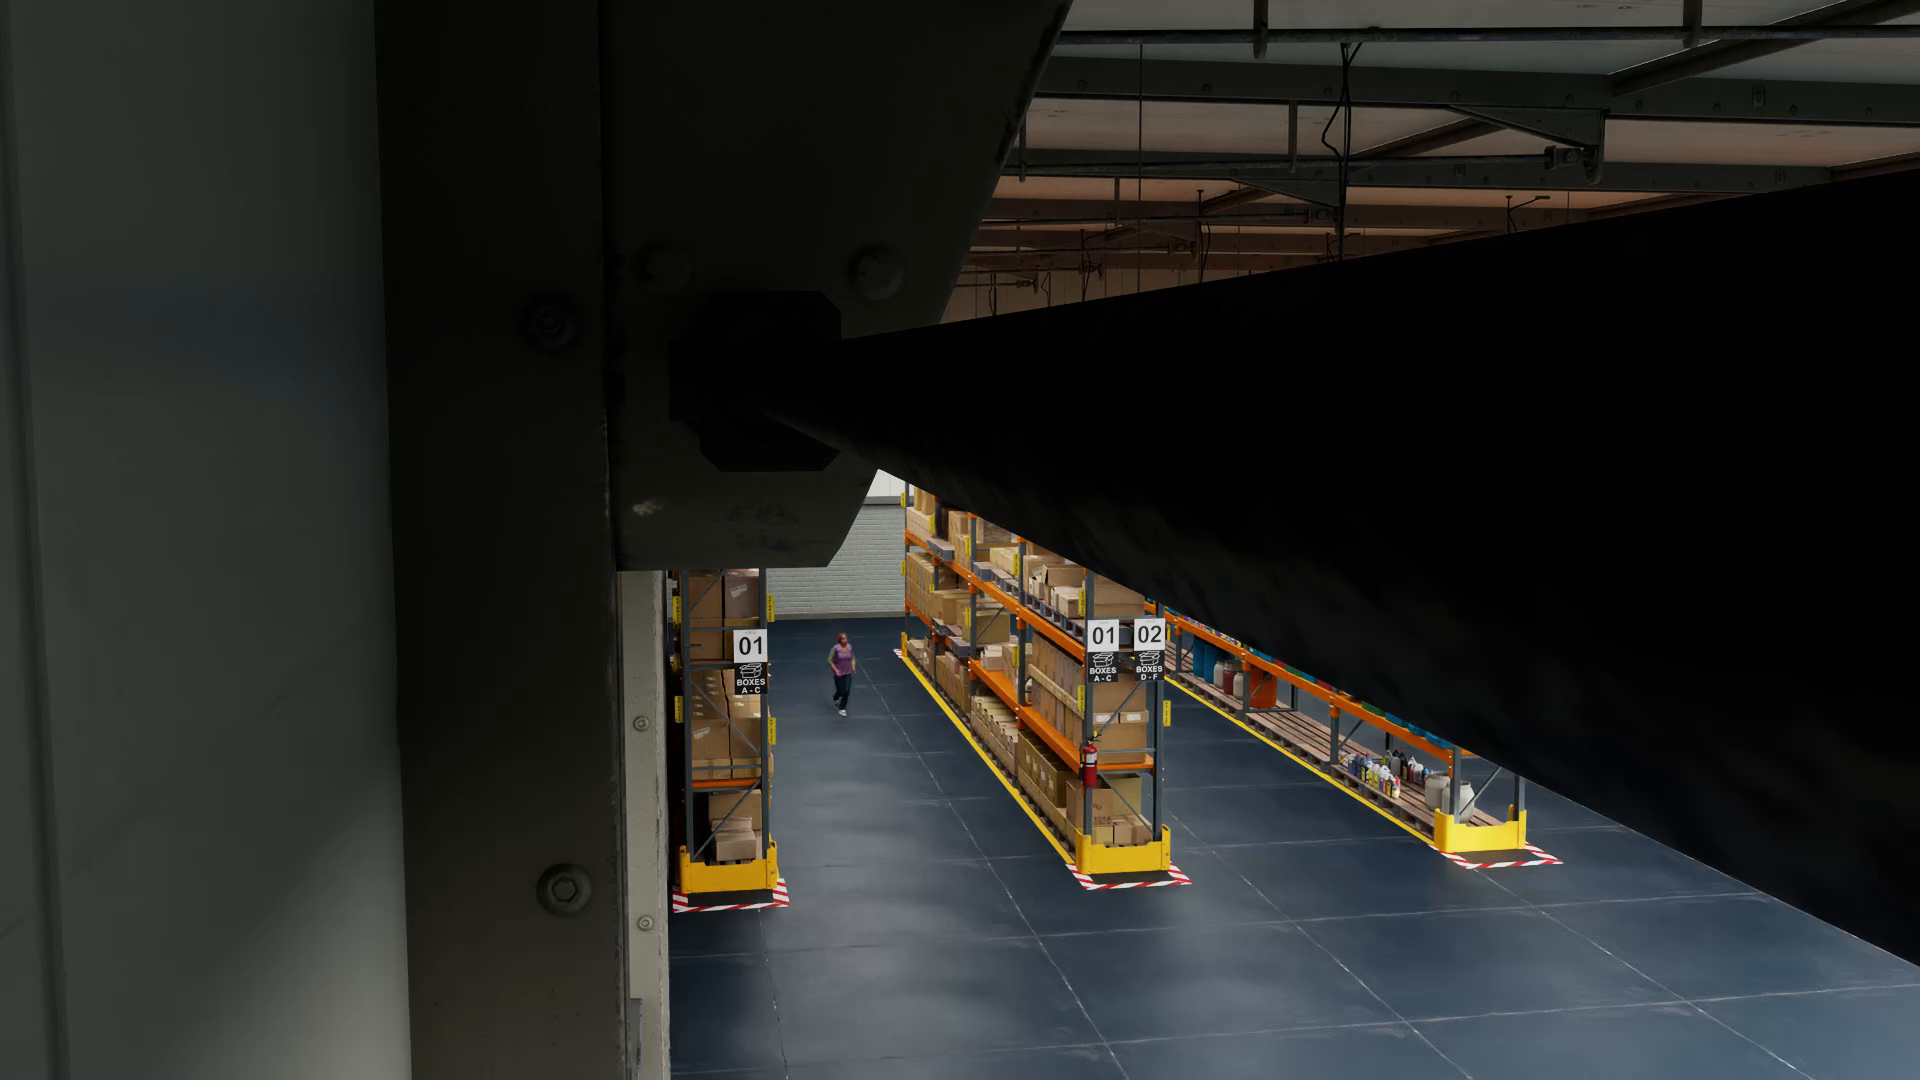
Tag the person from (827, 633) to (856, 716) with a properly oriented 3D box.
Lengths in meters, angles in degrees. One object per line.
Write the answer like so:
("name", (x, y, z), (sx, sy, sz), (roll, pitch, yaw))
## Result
("person", (-2.175, 2.432, 30.366), (0.539, 1.534, 0.578), (-2, 6, -21))
